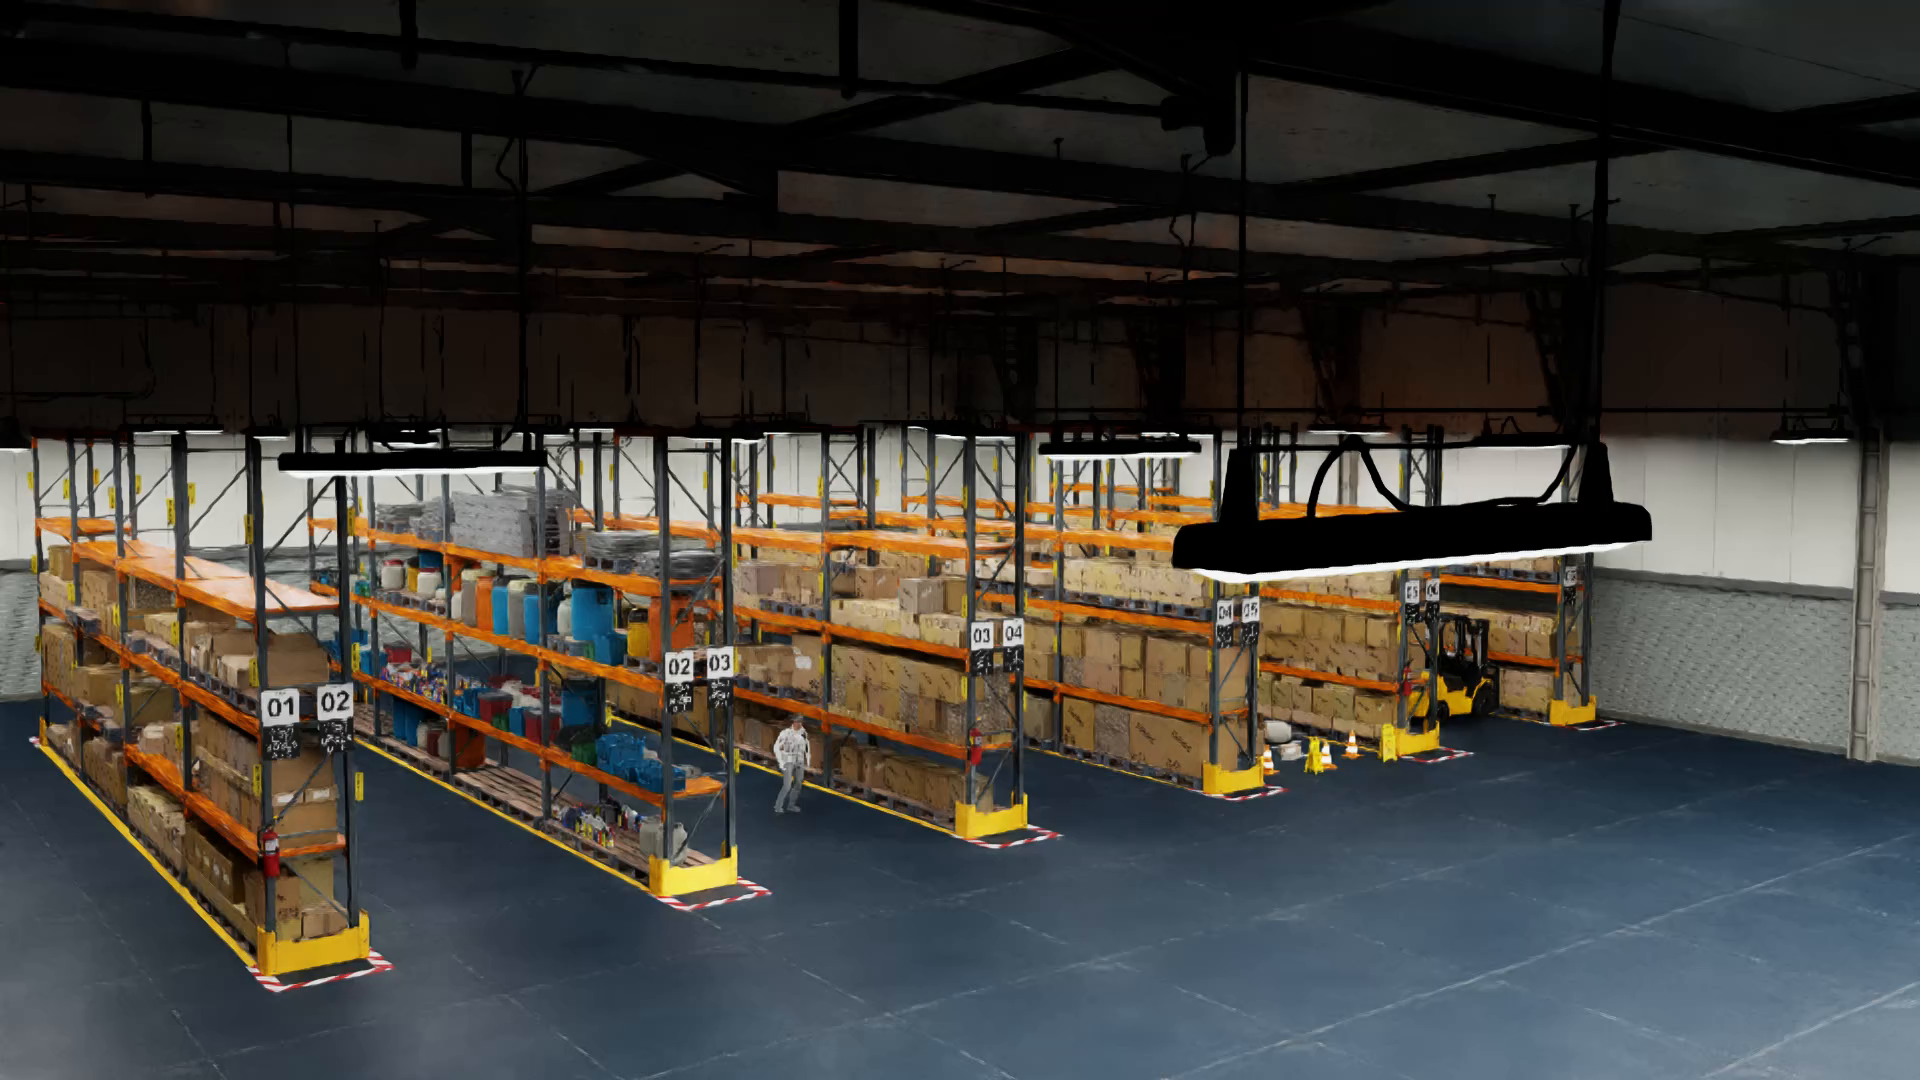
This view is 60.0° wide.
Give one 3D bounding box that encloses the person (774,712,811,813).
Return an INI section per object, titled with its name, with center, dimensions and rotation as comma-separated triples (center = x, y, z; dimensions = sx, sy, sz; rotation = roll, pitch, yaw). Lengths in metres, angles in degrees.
[person]
center = -2.632, 3.477, 26.077
dimensions = 0.639, 1.632, 0.512
rotation = -4, 6, -39
